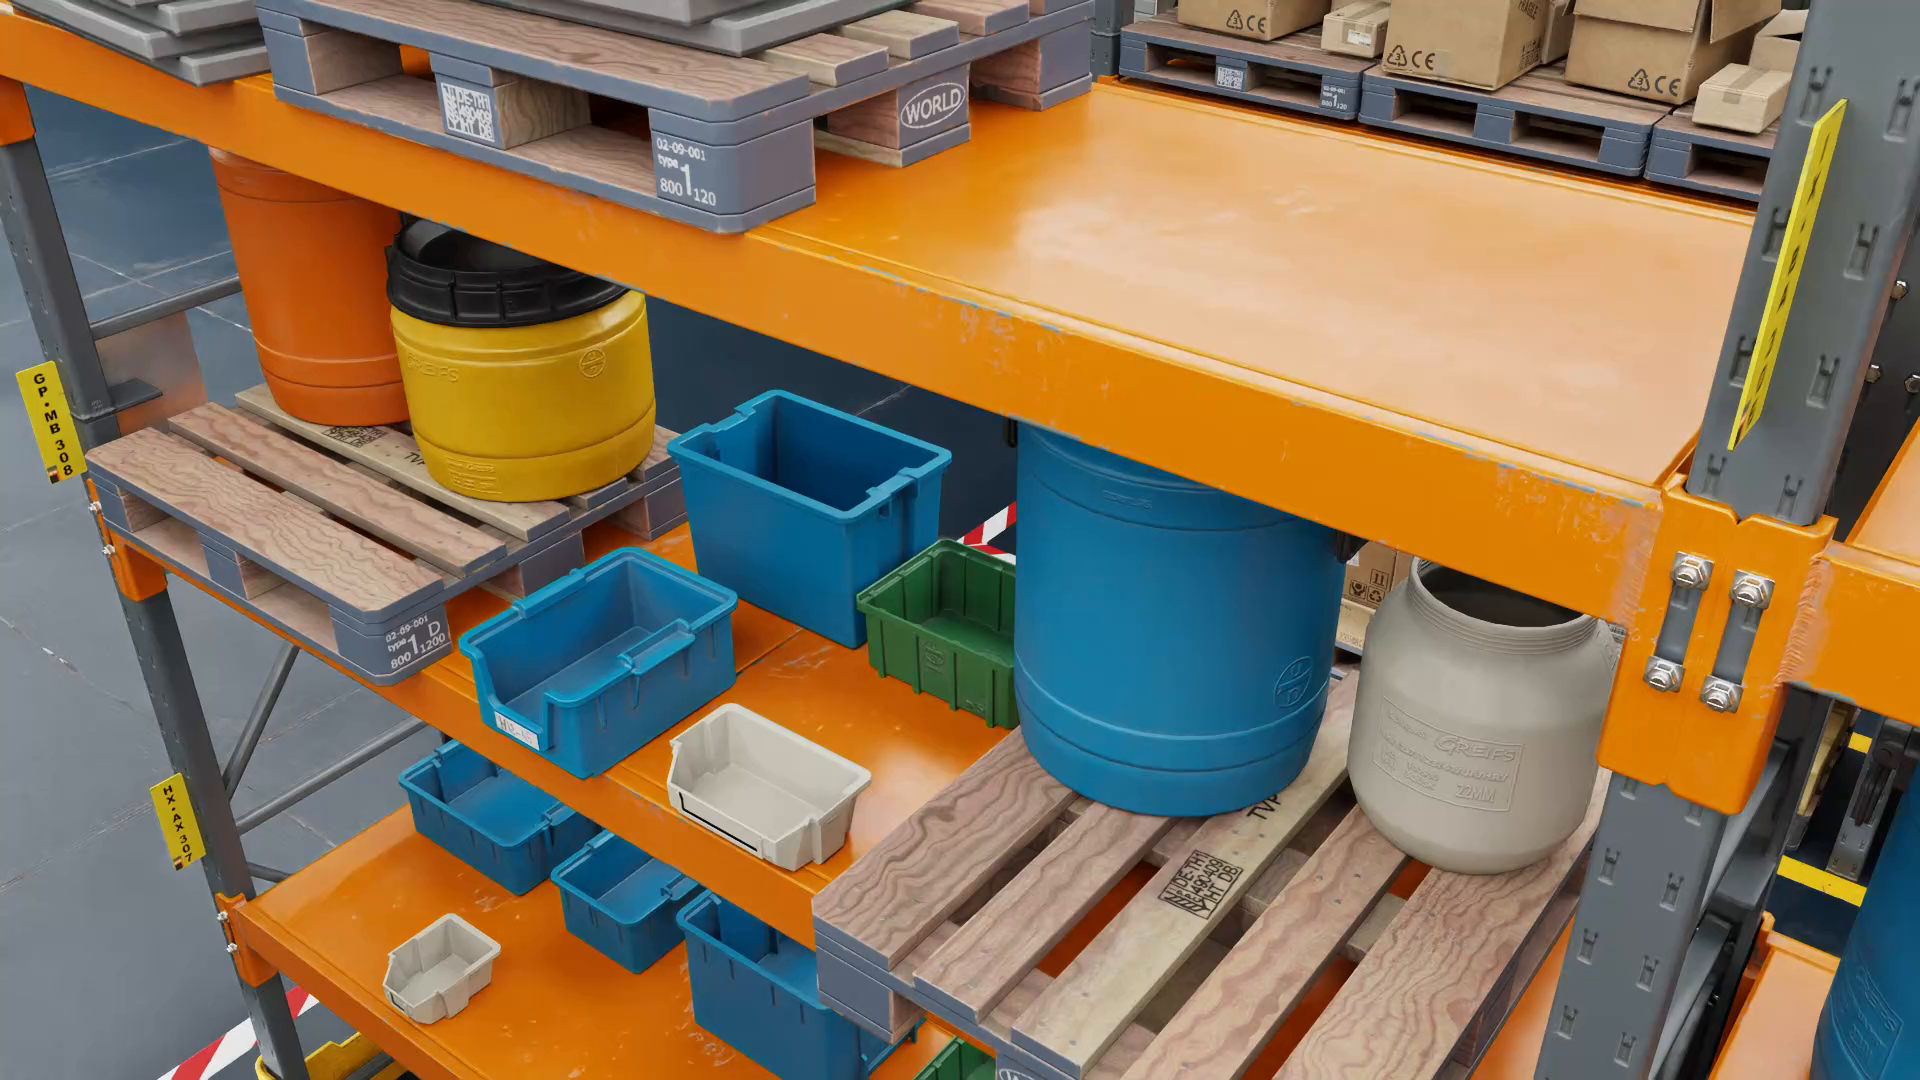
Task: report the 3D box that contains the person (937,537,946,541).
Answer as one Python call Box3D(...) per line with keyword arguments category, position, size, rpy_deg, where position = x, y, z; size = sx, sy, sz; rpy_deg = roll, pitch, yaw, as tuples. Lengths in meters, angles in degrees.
Box3D(category="person", position=(-0.074, 0.716, 6.933), size=(0.353, 1.667, 0.466), rpy_deg=(22, 38, 32))
